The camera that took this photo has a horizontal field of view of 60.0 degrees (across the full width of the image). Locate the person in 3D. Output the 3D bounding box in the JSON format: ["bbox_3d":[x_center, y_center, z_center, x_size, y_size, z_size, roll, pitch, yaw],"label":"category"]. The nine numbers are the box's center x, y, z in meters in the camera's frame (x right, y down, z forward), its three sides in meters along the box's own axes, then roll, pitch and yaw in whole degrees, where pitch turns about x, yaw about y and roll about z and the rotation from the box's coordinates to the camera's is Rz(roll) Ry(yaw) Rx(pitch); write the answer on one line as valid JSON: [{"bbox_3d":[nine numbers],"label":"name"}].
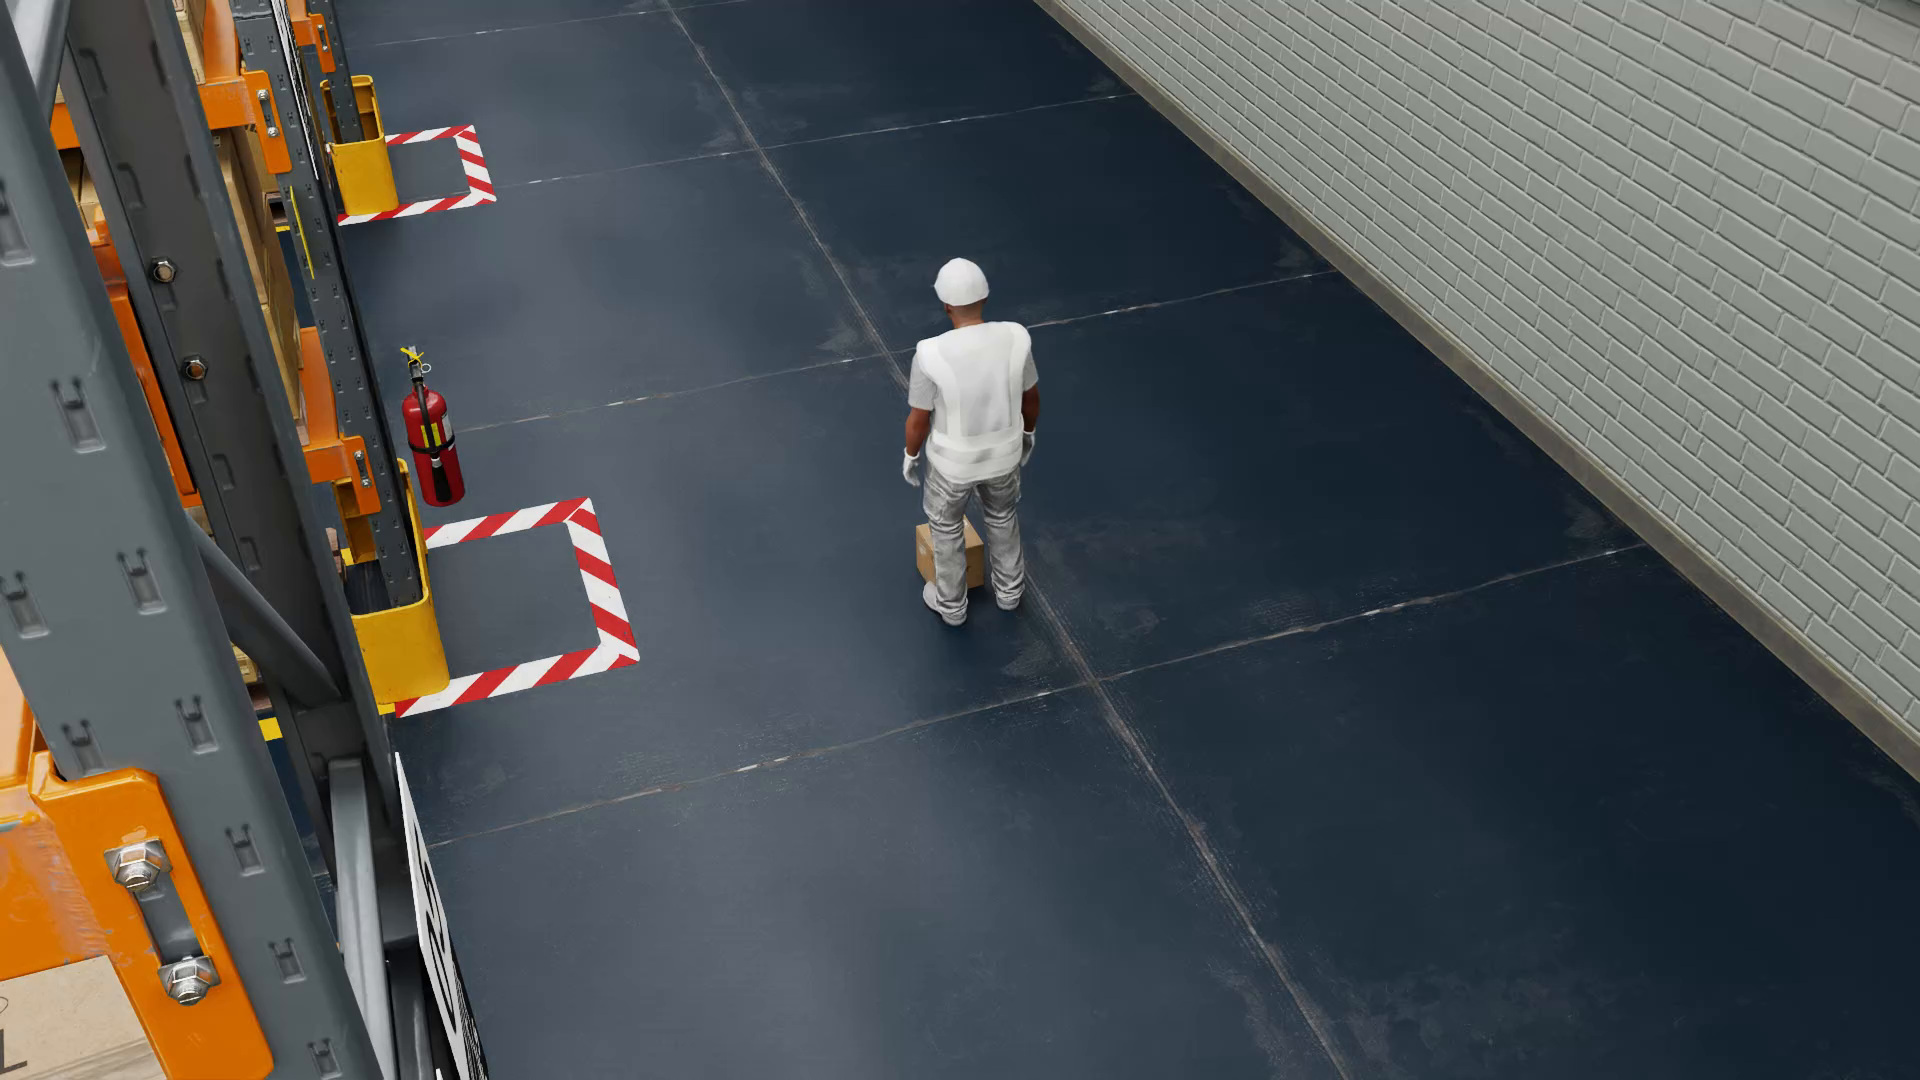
[{"bbox_3d":[0.051,-0.401,7.300,0.619,1.774,0.446,-12,39,-16],"label":"person"}]
